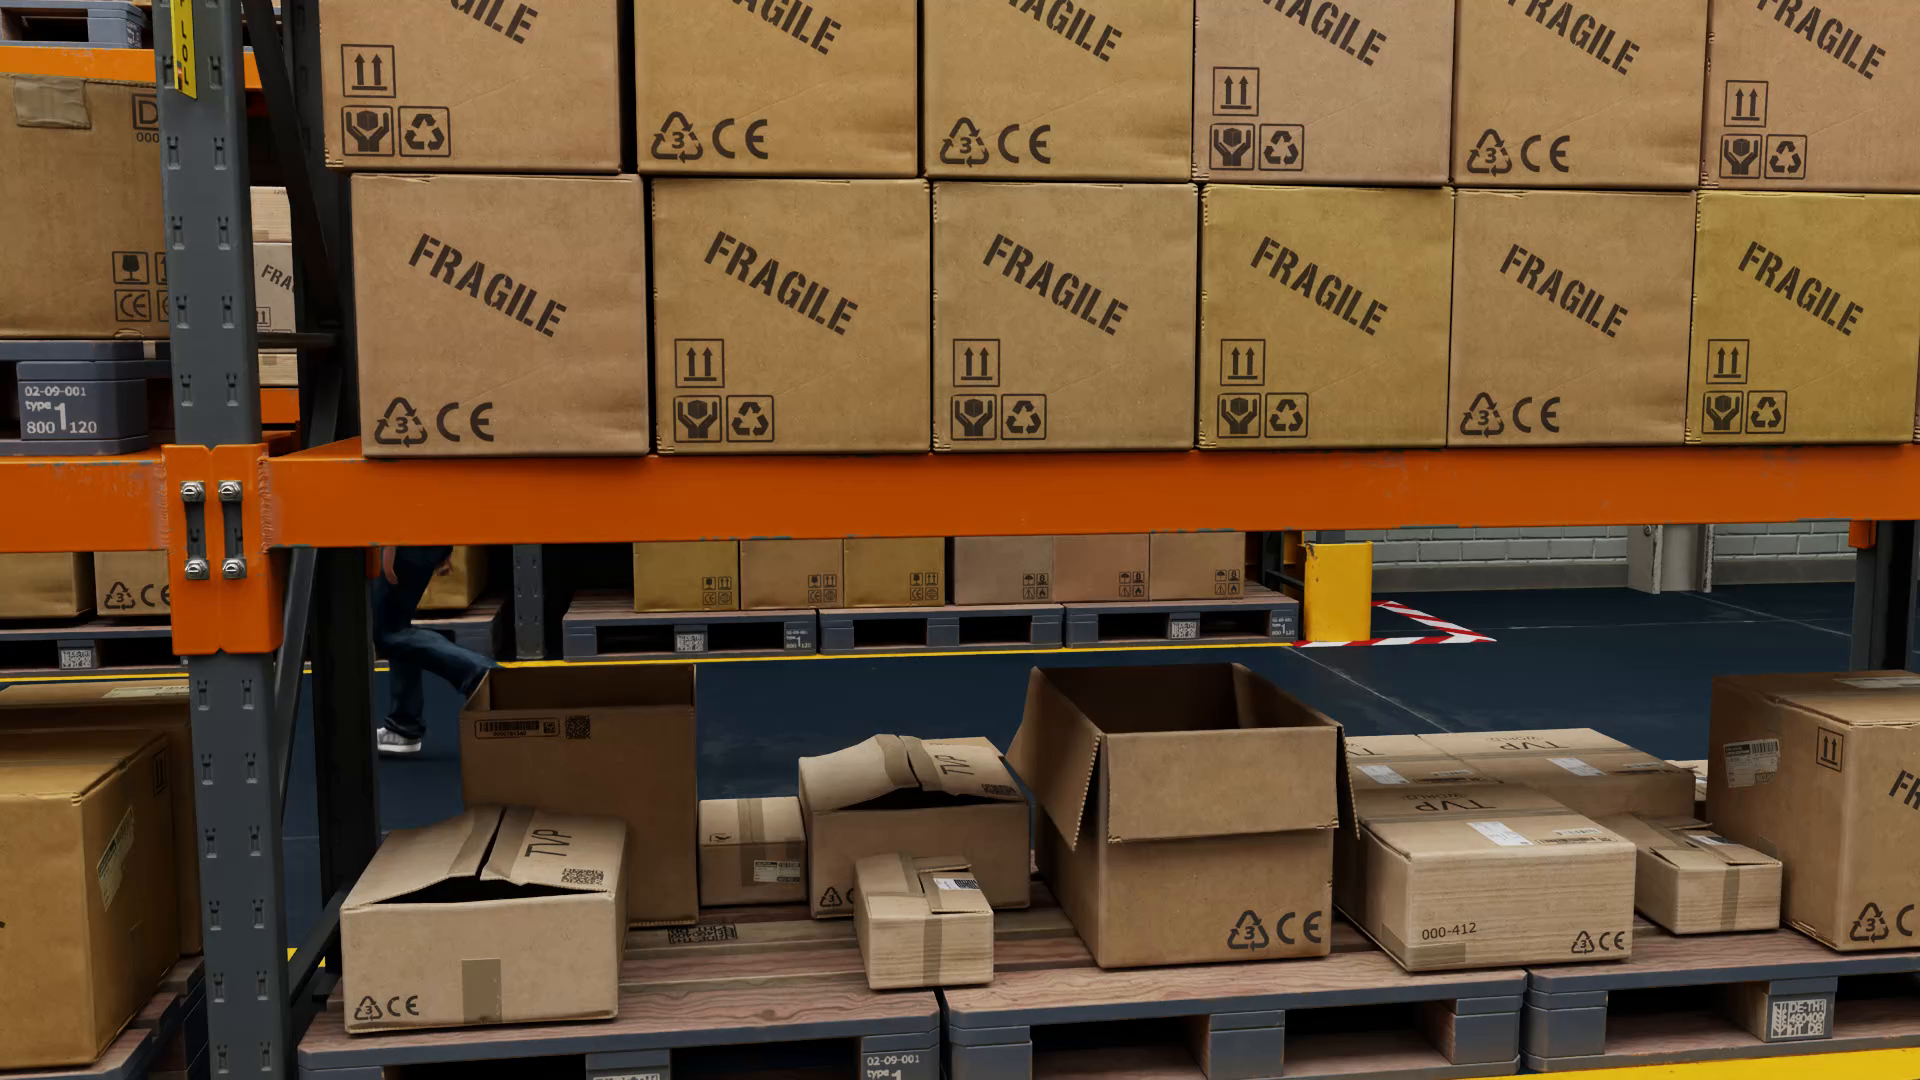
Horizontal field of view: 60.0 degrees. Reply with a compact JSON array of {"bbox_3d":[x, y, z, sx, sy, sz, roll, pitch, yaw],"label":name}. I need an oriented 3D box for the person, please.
[{"bbox_3d":[-1.896,-0.001,5.912,0.678,1.569,0.429,1,7,5],"label":"person"}]
